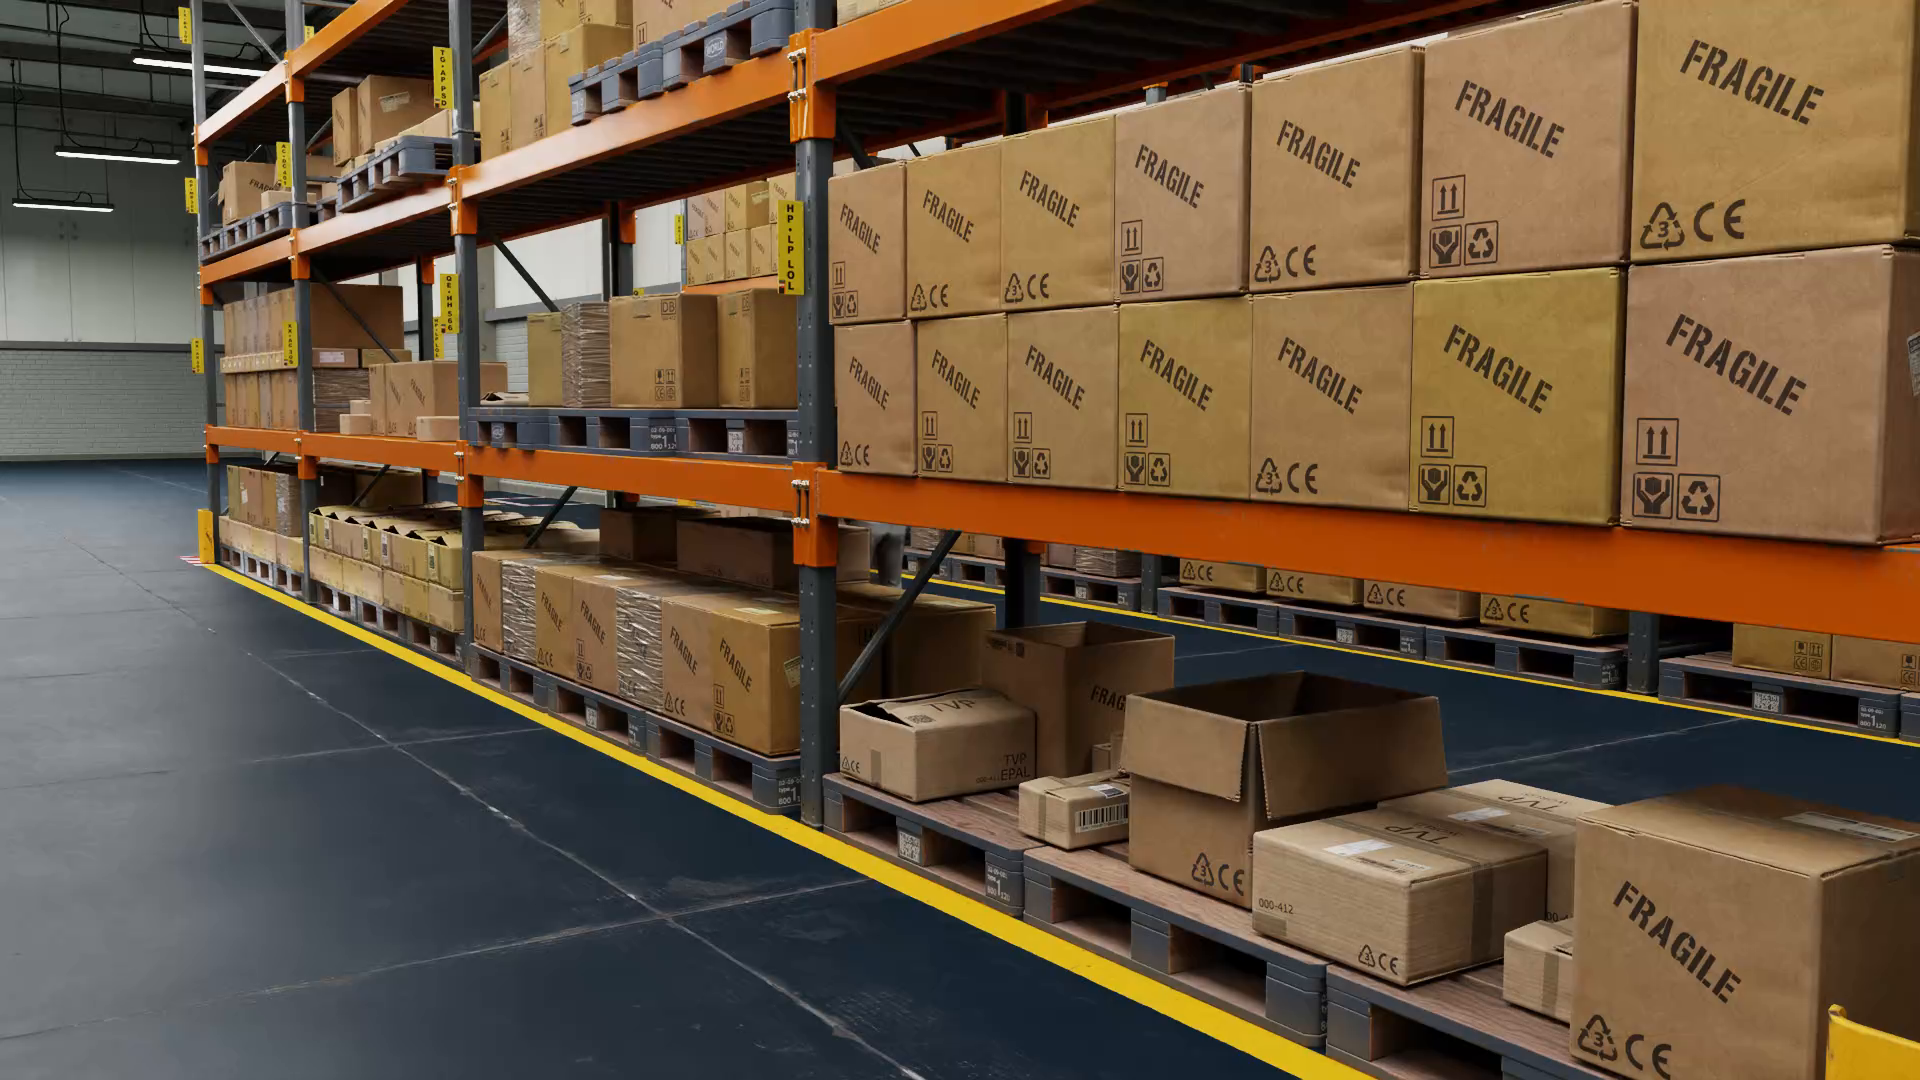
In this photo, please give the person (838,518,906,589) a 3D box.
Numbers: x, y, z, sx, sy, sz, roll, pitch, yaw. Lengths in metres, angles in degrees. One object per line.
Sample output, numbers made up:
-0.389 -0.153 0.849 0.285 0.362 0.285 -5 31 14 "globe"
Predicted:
-0.496 -0.073 9.435 0.517 1.663 0.367 -3 6 -36 "person"
